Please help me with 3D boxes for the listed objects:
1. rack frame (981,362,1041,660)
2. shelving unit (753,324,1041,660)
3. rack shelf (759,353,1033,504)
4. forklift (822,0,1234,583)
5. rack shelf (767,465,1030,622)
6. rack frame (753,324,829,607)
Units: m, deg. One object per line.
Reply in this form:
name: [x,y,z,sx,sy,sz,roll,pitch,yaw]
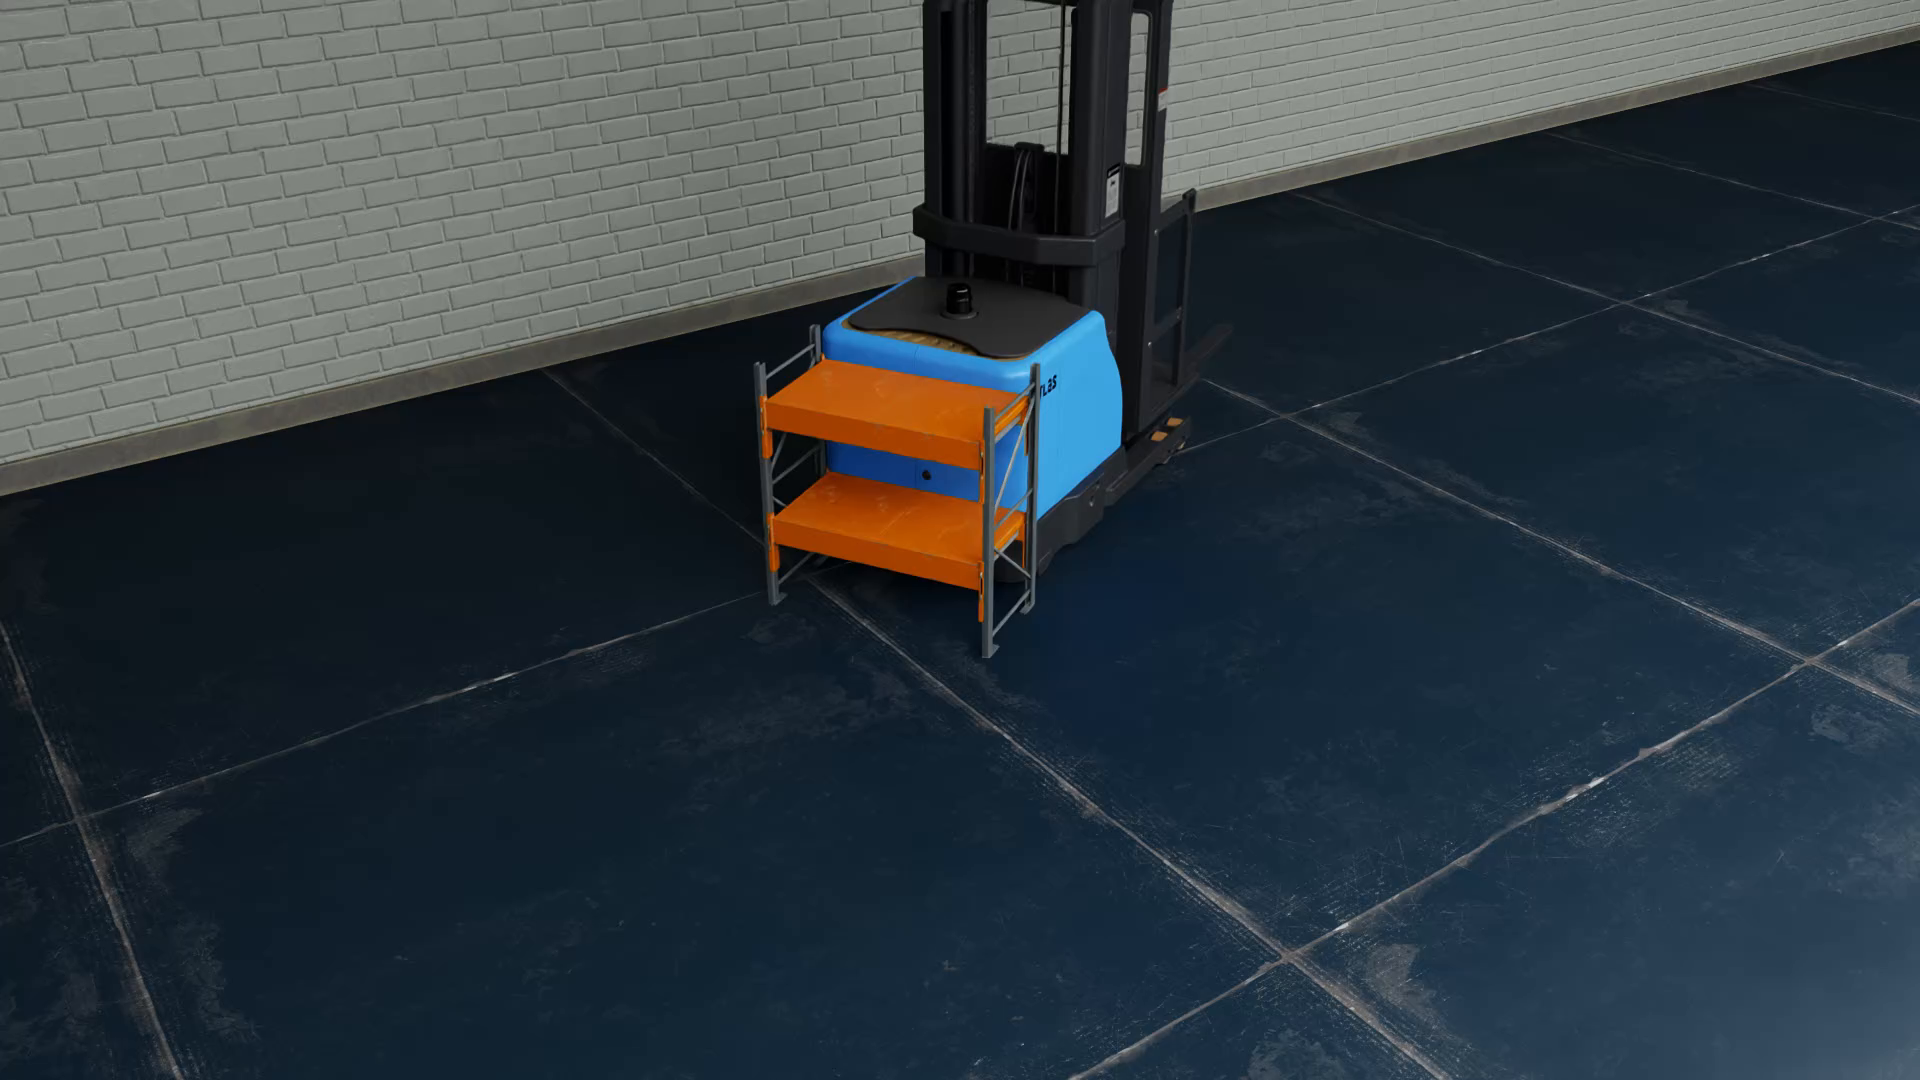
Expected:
rack frame: [0.208,-0.112,6.778,0.032,1.125,0.500,12,31,22]
shelving unit: [-0.253,-0.214,6.966,1.048,1.125,0.538,12,31,22]
rack shelf: [-0.253,-0.472,6.826,1.000,0.278,0.538,12,31,22]
forklift: [0.542,-1.771,7.939,1.130,2.935,3.031,15,32,25]
rack shelf: [-0.253,0.001,7.083,1.000,0.278,0.538,12,31,22]
rack frame: [-0.714,-0.316,7.154,0.032,1.125,0.500,12,31,22]
